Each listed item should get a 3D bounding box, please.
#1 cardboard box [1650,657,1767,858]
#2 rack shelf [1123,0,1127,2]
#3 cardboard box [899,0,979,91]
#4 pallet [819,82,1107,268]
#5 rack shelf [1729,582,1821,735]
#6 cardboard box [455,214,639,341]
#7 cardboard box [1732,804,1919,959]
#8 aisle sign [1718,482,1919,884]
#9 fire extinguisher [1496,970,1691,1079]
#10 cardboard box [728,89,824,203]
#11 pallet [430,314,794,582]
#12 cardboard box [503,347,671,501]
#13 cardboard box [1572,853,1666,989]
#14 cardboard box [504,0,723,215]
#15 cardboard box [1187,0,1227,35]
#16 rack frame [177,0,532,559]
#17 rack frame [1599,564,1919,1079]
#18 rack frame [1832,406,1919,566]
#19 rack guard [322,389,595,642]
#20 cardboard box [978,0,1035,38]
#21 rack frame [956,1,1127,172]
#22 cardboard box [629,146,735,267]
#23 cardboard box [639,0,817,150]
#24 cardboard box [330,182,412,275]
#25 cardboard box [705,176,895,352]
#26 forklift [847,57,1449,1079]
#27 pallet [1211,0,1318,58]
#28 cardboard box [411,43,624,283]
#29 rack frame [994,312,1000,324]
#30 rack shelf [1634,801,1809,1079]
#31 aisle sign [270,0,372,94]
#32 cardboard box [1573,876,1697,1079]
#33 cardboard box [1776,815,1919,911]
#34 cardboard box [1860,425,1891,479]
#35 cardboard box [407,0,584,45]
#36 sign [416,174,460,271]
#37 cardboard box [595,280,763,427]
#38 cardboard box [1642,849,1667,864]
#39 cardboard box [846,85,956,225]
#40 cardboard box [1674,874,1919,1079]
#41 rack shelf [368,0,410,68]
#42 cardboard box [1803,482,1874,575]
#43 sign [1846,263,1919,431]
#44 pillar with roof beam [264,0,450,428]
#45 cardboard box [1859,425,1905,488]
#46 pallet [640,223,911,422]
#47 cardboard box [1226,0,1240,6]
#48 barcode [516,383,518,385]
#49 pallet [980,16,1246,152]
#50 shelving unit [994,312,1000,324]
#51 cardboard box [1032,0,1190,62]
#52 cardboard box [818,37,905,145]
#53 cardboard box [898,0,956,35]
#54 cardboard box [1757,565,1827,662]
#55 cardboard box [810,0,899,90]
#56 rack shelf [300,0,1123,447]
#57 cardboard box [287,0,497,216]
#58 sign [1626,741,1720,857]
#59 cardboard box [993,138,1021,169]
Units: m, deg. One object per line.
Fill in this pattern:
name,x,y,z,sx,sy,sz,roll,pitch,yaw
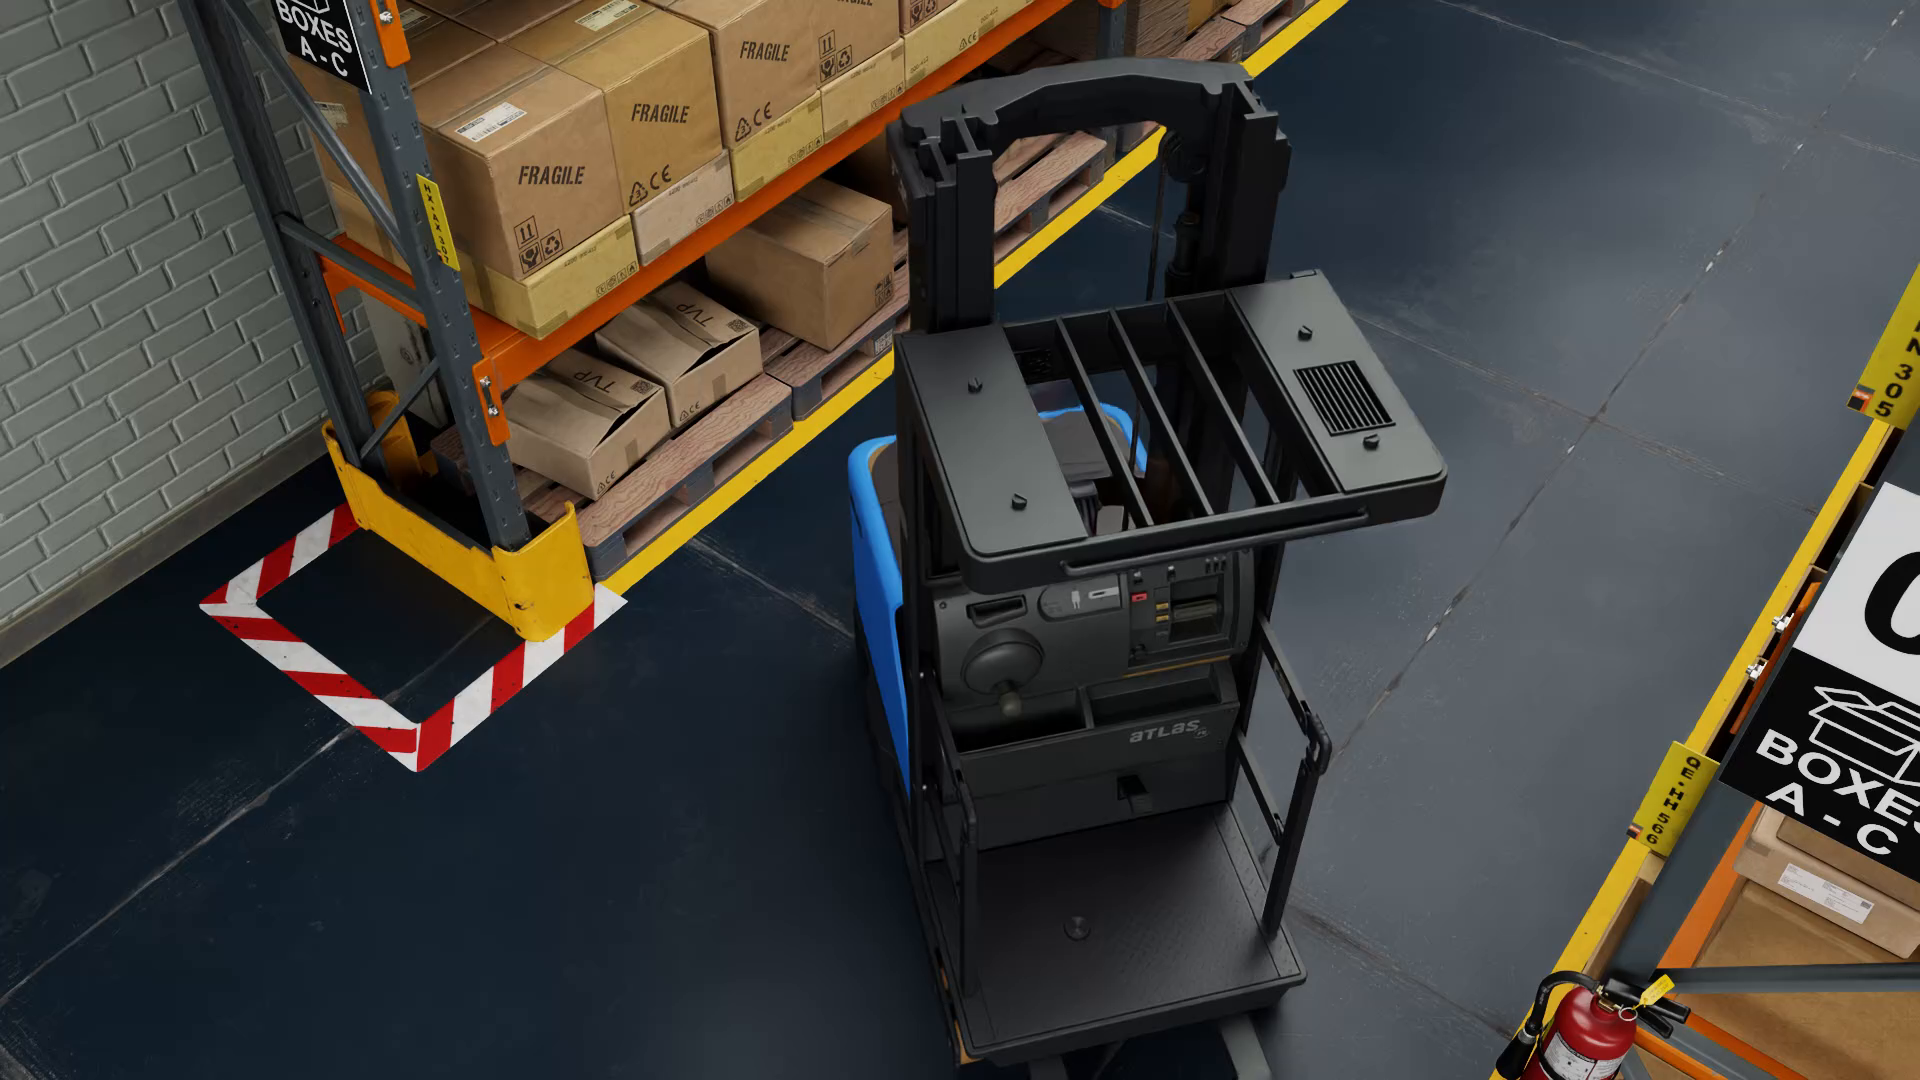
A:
cardboard box,2.557,0.788,5.180,0.500,0.500,0.500,29,53,25
rack shelf,1.611,-4.113,9.267,1.077,0.370,4.000,29,53,25
cardboard box,-0.268,-2.191,7.023,0.500,0.250,0.500,29,53,25
pallet,0.006,-1.854,8.540,1.003,0.211,1.213,29,53,25
rack shelf,3.088,-0.673,3.906,1.077,0.370,4.000,29,53,25
cardboard box,-1.508,-1.022,5.907,0.500,0.250,0.500,28,52,24
cardboard box,1.948,0.698,3.656,0.380,0.149,0.250,28,53,24
aisle sign,1.592,0.269,2.785,0.394,0.787,0.004,29,53,25
fire extinguisher,1.425,1.149,3.797,0.296,0.674,0.183,29,53,25
cardboard box,-0.885,-1.615,6.473,0.500,0.250,0.500,28,53,24
pallet,-1.486,-0.458,7.206,1.003,0.211,1.213,29,53,25
cardboard box,-1.563,-0.508,6.880,0.500,0.311,0.500,24,51,21
cardboard box,2.255,1.335,5.176,0.500,0.250,0.500,29,53,25
cardboard box,-1.217,-1.561,5.903,0.500,0.500,0.500,29,53,25
cardboard box,1.101,-3.252,9.371,0.700,0.500,0.500,28,52,24
rack frame,-2.057,-0.928,5.727,1.000,3.000,0.127,29,53,25
rack frame,1.865,1.260,3.637,1.000,3.000,0.127,29,53,25
rack frame,1.865,-0.813,1.468,1.000,3.000,0.127,29,53,25
rack guard,-2.011,-0.108,6.673,1.175,0.500,0.348,29,53,25
cardboard box,0.027,-2.486,7.305,0.500,0.250,0.500,29,53,25
rack frame,0.388,-3.217,7.914,1.000,3.000,0.127,29,53,25
cardboard box,-1.201,-1.326,6.197,0.500,0.250,0.500,28,52,24
cardboard box,-0.897,-1.854,6.183,0.500,0.500,0.500,28,52,24
cardboard box,-1.925,-1.237,6.111,0.500,0.250,0.500,30,53,25
cardboard box,-0.726,-1.297,7.504,0.700,0.500,0.500,26,52,23
forklift,0.440,0.343,4.560,1.130,2.935,3.031,-10,47,-9
pallet,1.609,-3.401,10.018,1.003,0.211,1.213,29,53,25
cardboard box,-1.527,-1.283,5.637,0.500,0.500,0.500,29,53,25
rack frame,0.047,-0.459,6.523,0.240,1.200,0.006,29,53,25
rack shelf,3.088,0.364,4.990,1.077,0.370,4.000,29,53,25
aisle sign,-1.864,-1.653,4.621,0.394,0.787,0.004,29,53,25
cardboard box,1.957,1.367,4.627,0.500,0.500,0.500,29,53,25
cardboard box,2.193,0.485,3.411,0.700,0.500,0.500,29,53,25
cardboard box,3.779,-0.357,6.274,0.500,0.500,0.500,29,53,25
cardboard box,-1.622,-1.790,6.121,0.500,0.500,0.500,30,53,25
sign,-1.628,-0.988,5.185,0.100,0.325,0.005,29,53,25
cardboard box,-1.214,-0.834,7.192,0.500,0.311,0.500,34,55,28
cardboard box,2.560,1.048,5.450,0.500,0.250,0.500,29,53,25
cardboard box,-0.215,-1.894,8.074,0.500,0.500,0.500,25,51,22
cardboard box,2.161,0.964,3.851,0.700,0.500,0.500,29,53,25
rack shelf,-0.834,-2.860,5.996,1.077,0.370,4.000,29,53,25
cardboard box,3.168,0.216,5.727,0.500,0.500,0.500,29,53,25
sign,1.444,-0.303,2.498,0.100,0.325,0.005,29,53,25
pillar with roof beam,1.093,-1.880,2.488,9.100,9.000,0.400,29,53,25
cardboard box,3.480,-0.067,5.997,0.500,0.500,0.500,29,53,25
pallet,-0.740,-1.153,7.870,1.003,0.211,1.213,29,53,25
cardboard box,1.445,-3.526,9.633,0.700,0.500,0.500,30,53,25
barcode,-1.868,-0.698,7.056,0.001,0.075,0.075,29,53,25
pallet,0.863,-2.700,9.348,1.003,0.211,1.213,29,53,25
shelving unit,-0.009,-0.406,6.473,0.258,1.200,0.189,29,53,25
cardboard box,0.825,-2.934,9.068,0.700,0.500,0.500,31,54,26
cardboard box,-0.574,-1.903,6.748,0.500,0.250,0.500,30,53,25
cardboard box,-0.273,-2.453,6.754,0.500,0.500,0.500,28,52,24
cardboard box,2.864,0.503,5.453,0.500,0.500,0.500,29,53,25
cardboard box,-0.590,-2.155,6.470,0.500,0.500,0.500,31,54,26
rack shelf,-0.834,-1.824,7.080,1.077,0.370,4.000,29,53,25
cardboard box,-1.937,-1.506,5.850,0.500,0.500,0.500,29,53,25
sign,1.444,0.530,3.370,0.100,0.325,0.005,29,53,25
cardboard box,0.085,-2.071,8.474,0.380,0.166,0.250,23,50,20
